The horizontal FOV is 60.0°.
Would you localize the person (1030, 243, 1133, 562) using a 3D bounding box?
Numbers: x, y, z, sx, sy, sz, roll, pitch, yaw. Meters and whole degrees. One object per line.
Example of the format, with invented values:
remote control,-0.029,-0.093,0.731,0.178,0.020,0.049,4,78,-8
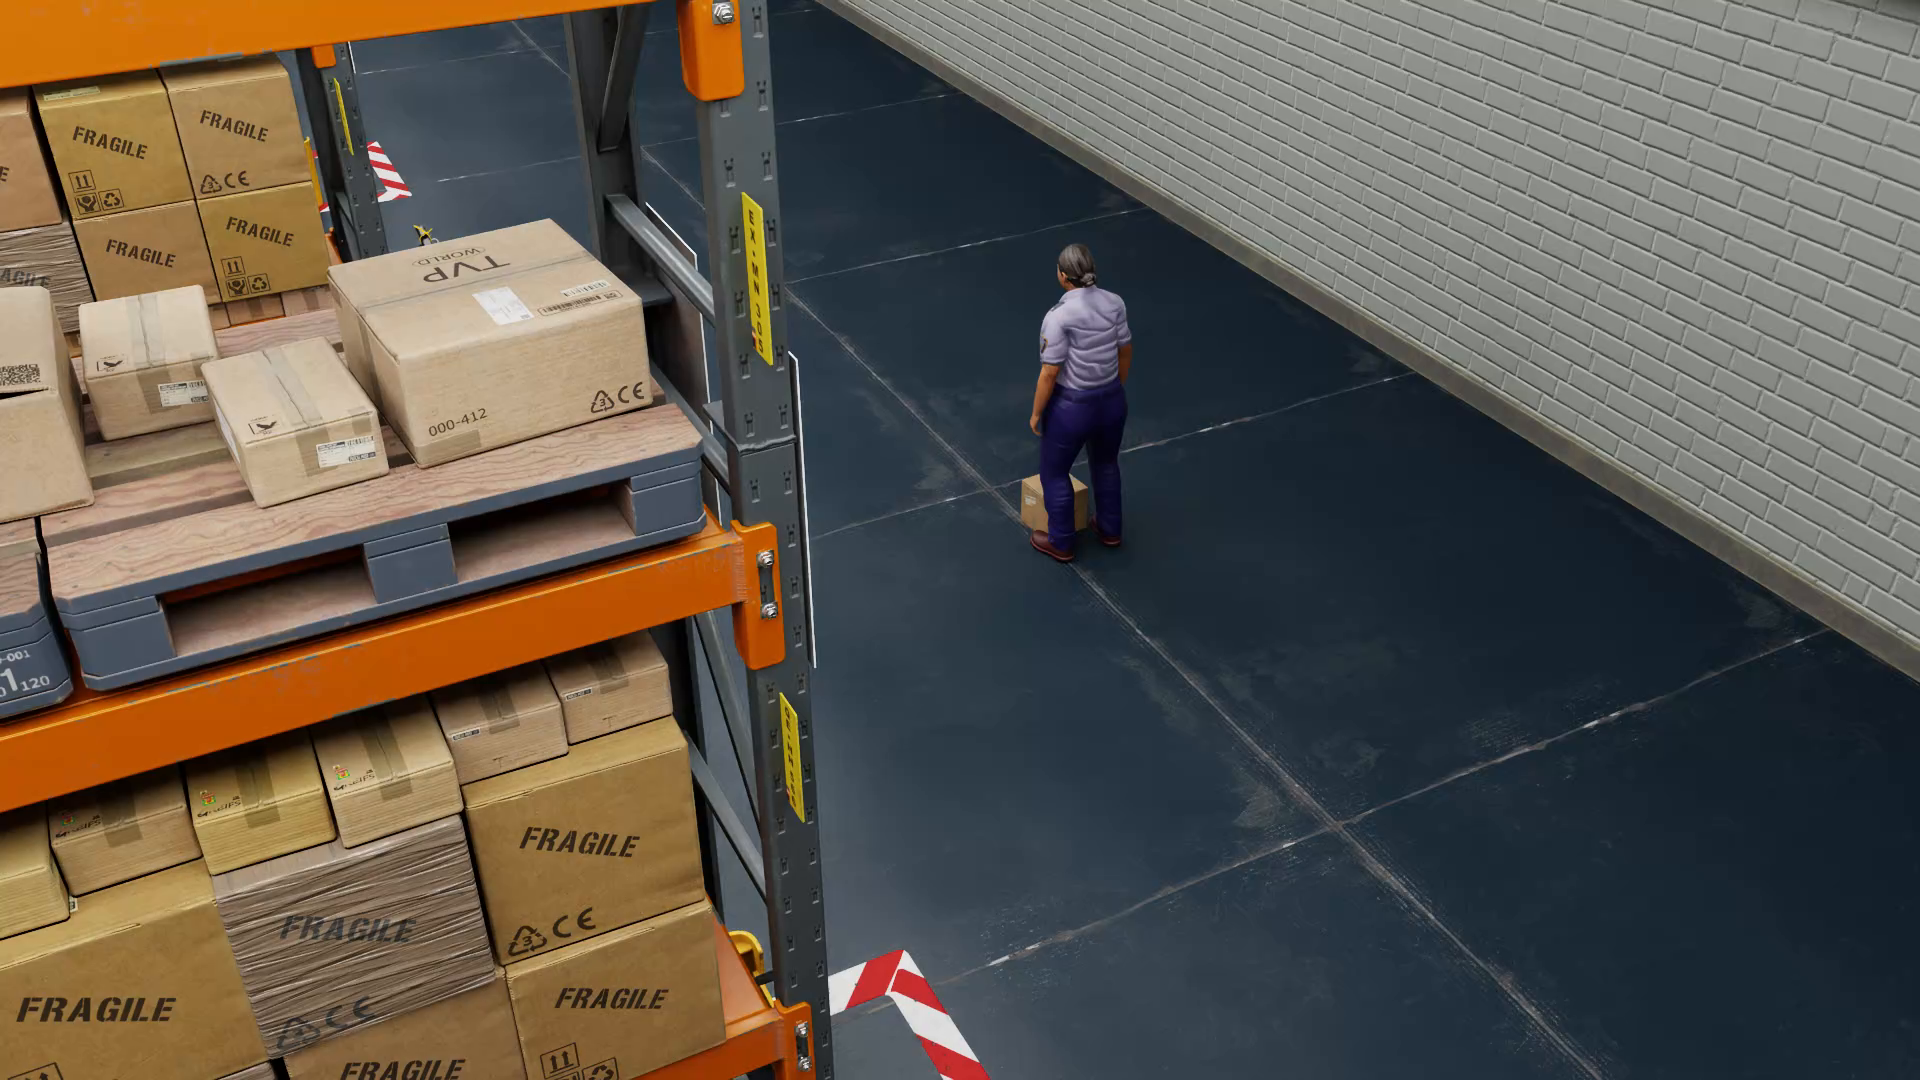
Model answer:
person,0.605,-0.659,8.153,0.560,1.653,0.366,-18,37,-25
